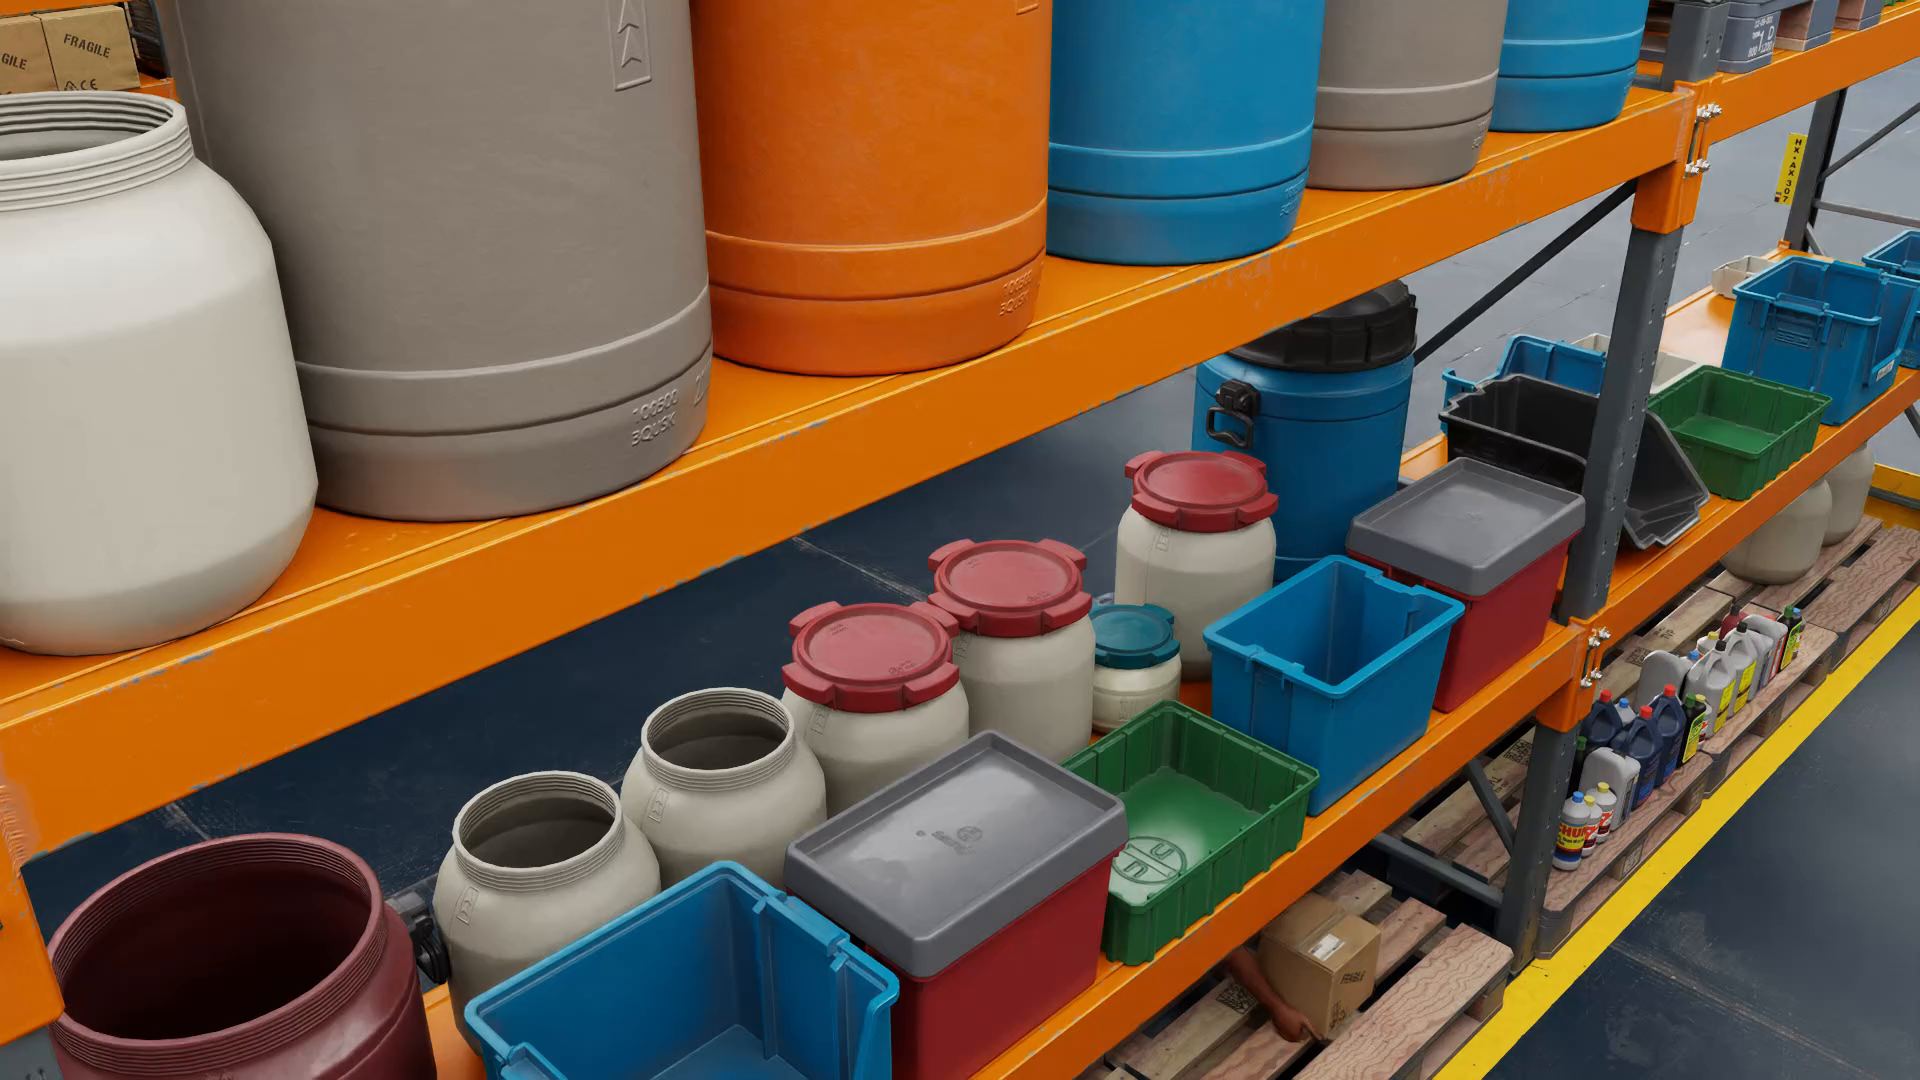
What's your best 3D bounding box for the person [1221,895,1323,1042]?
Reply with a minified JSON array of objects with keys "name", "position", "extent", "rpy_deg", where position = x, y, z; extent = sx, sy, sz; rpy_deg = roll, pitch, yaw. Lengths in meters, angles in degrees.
[{"name":"person","position":[0.591,1.020,4.999],"extent":[1.240,0.968,0.513],"rpy_deg":[13,30,23]}]
